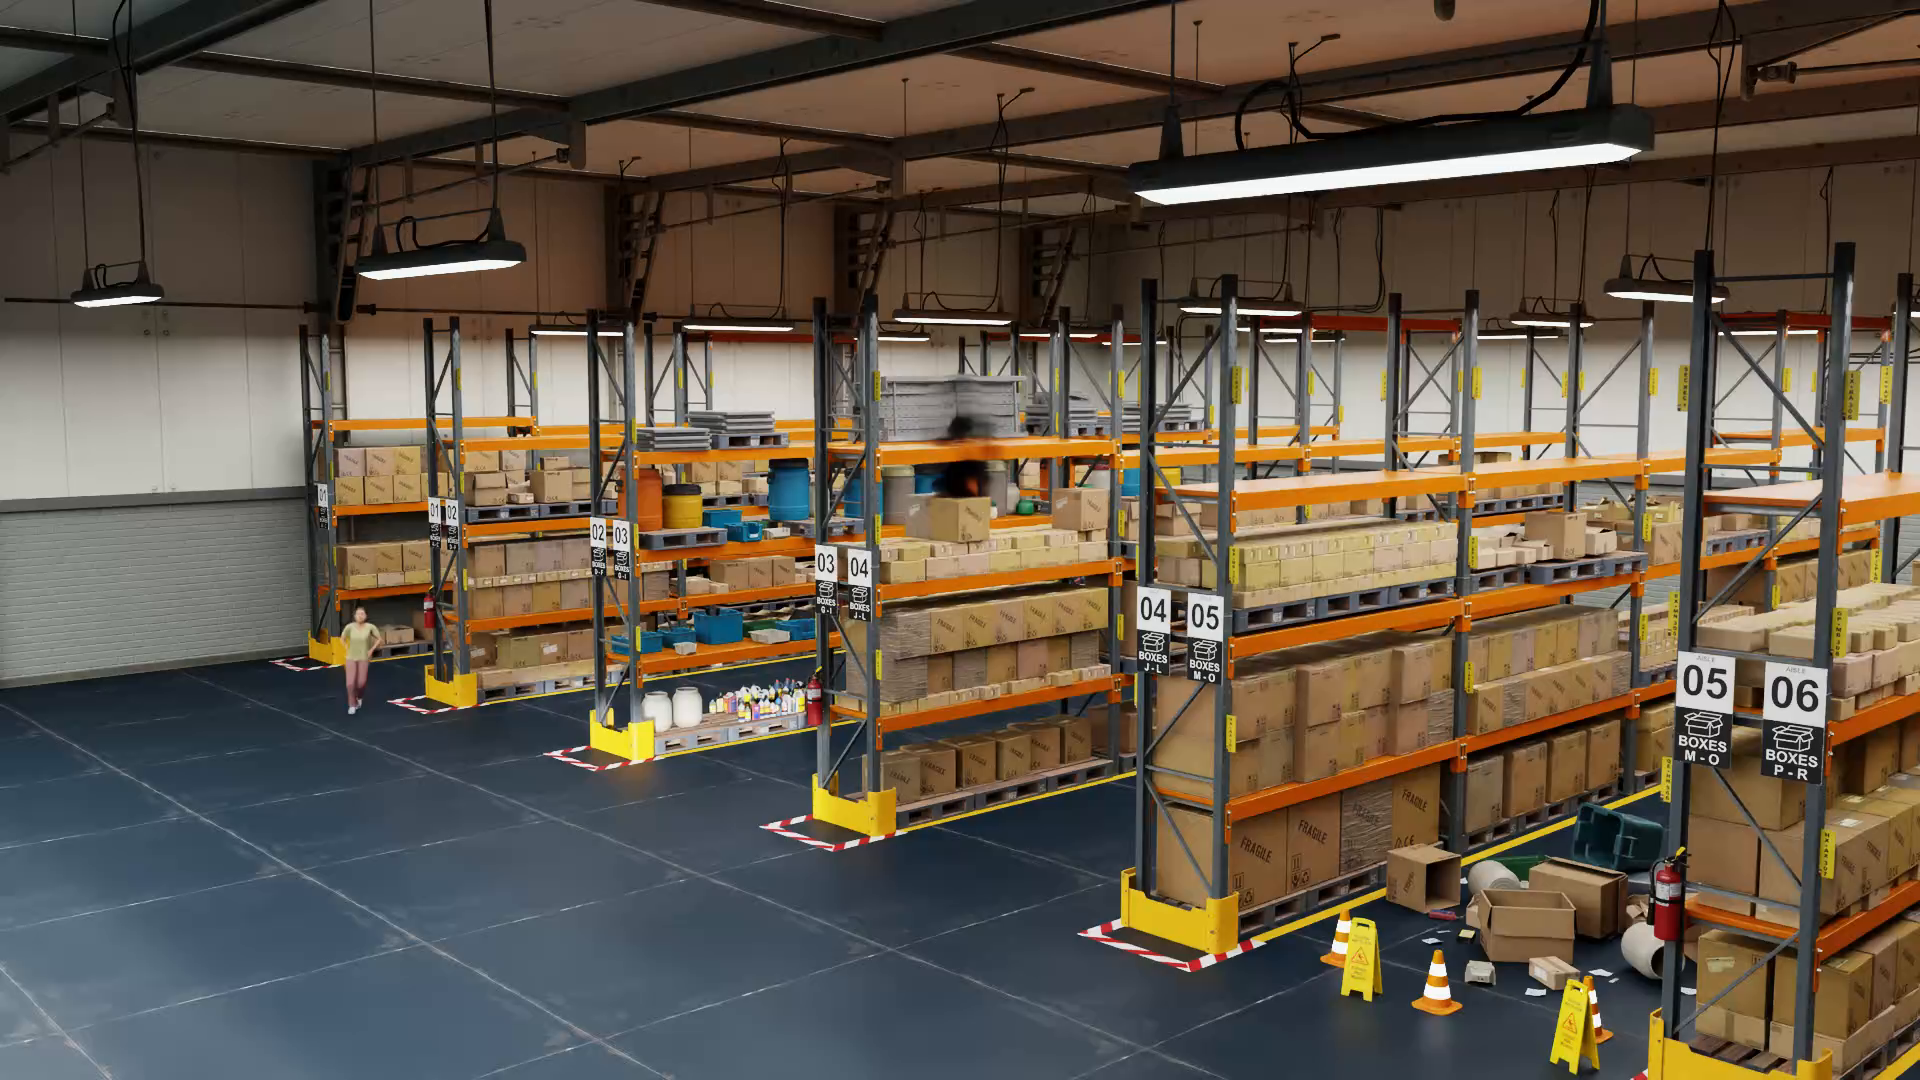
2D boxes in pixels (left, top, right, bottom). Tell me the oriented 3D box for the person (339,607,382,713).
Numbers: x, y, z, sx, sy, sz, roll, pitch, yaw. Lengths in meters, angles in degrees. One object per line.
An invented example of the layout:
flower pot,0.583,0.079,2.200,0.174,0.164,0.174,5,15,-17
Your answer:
person,-9.094,1.818,25.208,0.597,1.623,0.560,-1,6,-11
